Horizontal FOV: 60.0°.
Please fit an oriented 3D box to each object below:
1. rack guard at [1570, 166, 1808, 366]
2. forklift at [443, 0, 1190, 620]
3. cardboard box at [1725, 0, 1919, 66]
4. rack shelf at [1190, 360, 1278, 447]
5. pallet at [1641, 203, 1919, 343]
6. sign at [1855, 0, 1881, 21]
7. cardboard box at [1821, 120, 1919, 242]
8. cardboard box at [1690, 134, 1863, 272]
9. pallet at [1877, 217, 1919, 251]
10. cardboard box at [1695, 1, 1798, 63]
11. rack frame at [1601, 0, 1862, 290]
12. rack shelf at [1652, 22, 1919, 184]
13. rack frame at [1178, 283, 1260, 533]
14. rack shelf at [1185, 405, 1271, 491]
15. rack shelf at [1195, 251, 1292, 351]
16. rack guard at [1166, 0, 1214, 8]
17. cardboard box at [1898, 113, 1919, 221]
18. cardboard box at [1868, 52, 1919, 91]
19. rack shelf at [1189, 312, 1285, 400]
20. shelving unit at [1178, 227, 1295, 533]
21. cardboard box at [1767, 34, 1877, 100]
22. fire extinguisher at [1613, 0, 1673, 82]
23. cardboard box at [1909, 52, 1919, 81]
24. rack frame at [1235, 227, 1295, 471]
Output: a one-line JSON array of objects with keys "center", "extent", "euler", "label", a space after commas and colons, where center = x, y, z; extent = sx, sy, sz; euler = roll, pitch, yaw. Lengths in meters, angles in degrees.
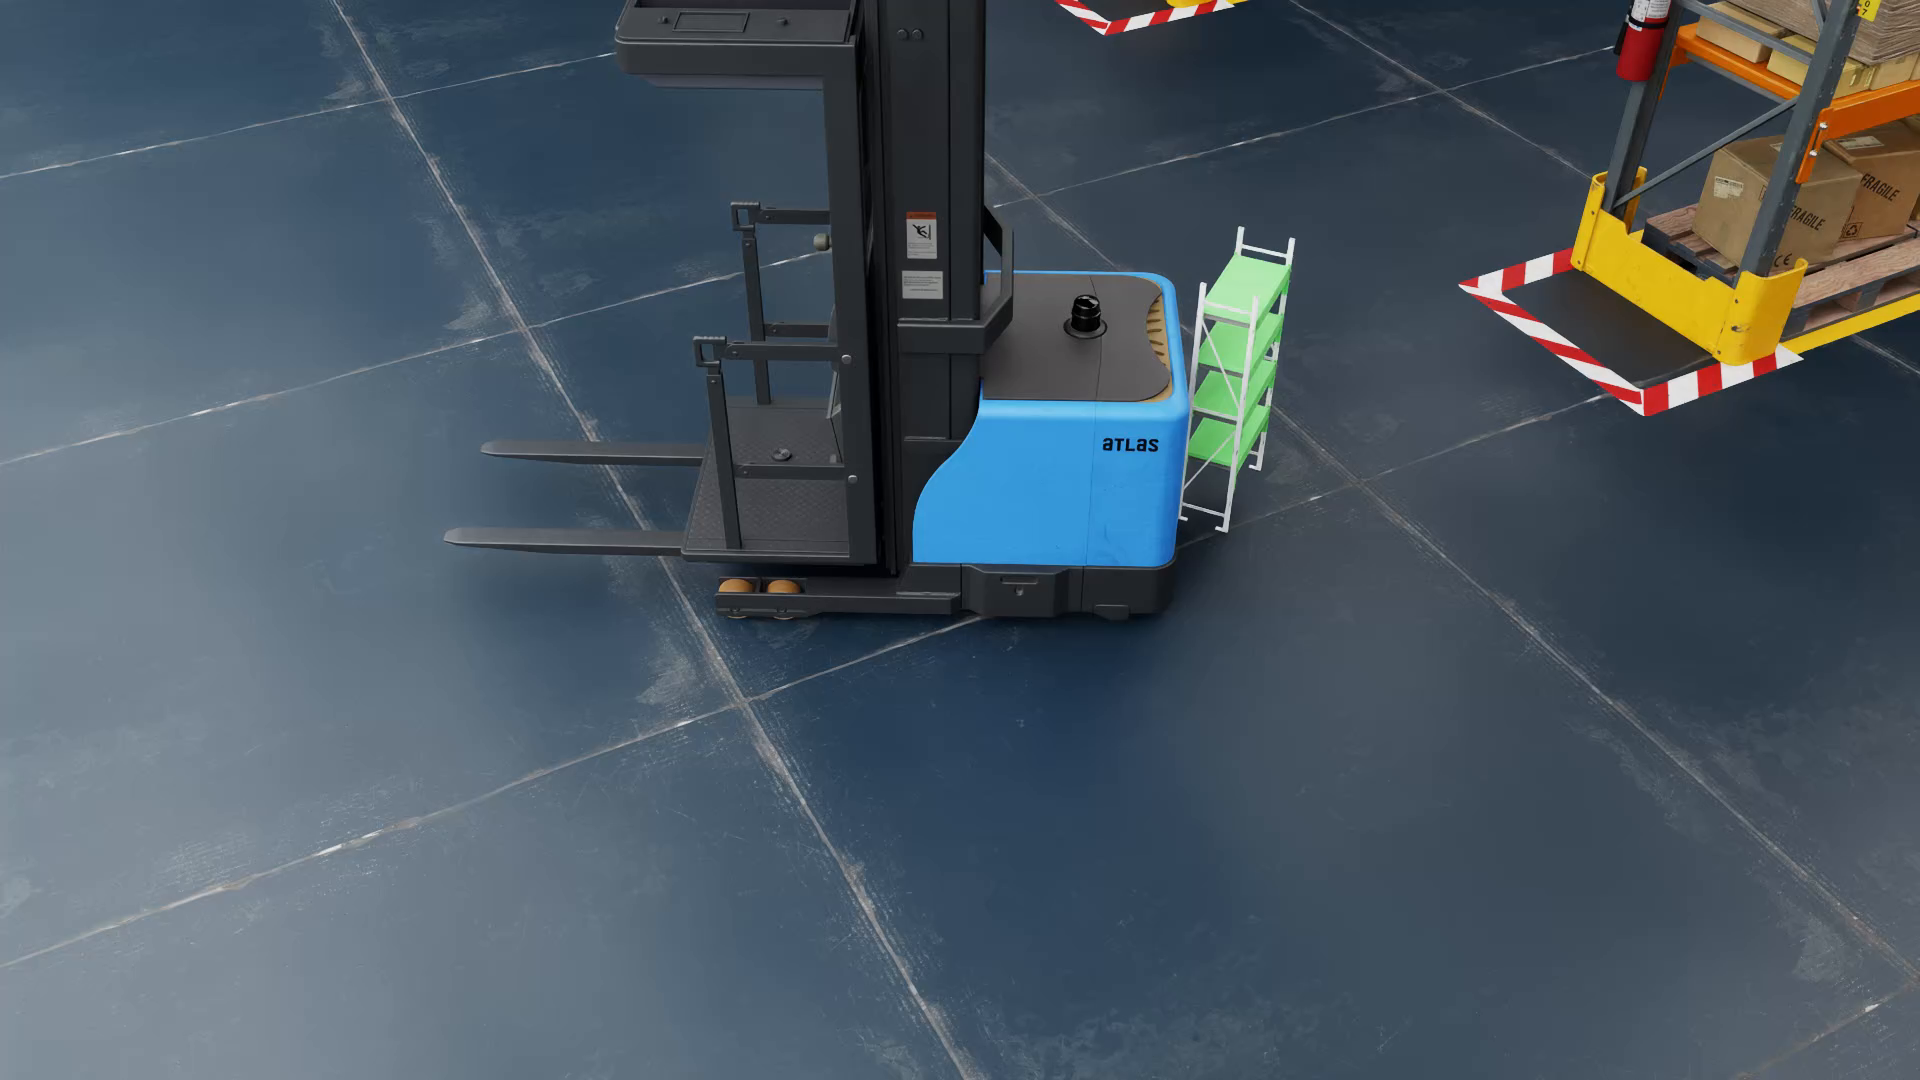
[{"center": [3.713, -1.427, 8.549], "extent": [0.348, 0.500, 1.175], "euler": [-19, 44, -21], "label": "rack guard"}, {"center": [-0.624, -1.132, 6.318], "extent": [3.031, 2.935, 1.130], "euler": [1, 40, 1], "label": "forklift"}, {"center": [4.146, -2.659, 7.762], "extent": [0.500, 0.500, 0.875], "euler": [-19, 44, -21], "label": "cardboard box"}, {"center": [1.168, -0.621, 7.154], "extent": [0.258, 0.148, 0.480], "euler": [17, 43, 19], "label": "rack shelf"}, {"center": [4.450, -1.539, 8.905], "extent": [1.213, 0.211, 1.003], "euler": [-19, 44, -21], "label": "pallet"}, {"center": [3.897, -2.378, 7.068], "extent": [0.005, 0.325, 0.100], "euler": [-19, 44, -21], "label": "sign"}, {"center": [4.722, -1.940, 8.829], "extent": [0.500, 0.500, 0.500], "euler": [-8, 41, -9], "label": "cardboard box"}, {"center": [4.207, -1.742, 8.595], "extent": [0.500, 0.500, 0.500], "euler": [-11, 41, -13], "label": "cardboard box"}, {"center": [5.531, -1.901, 9.332], "extent": [1.213, 0.211, 1.003], "euler": [-19, 44, -21], "label": "pallet"}, {"center": [3.803, -2.466, 8.036], "extent": [0.250, 0.149, 0.380], "euler": [-19, 44, -21], "label": "cardboard box"}, {"center": [3.646, -2.359, 7.715], "extent": [0.127, 3.000, 1.000], "euler": [-19, 44, -21], "label": "rack frame"}, {"center": [5.420, -2.681, 8.652], "extent": [4.000, 0.370, 1.077], "euler": [-19, 44, -21], "label": "rack shelf"}, {"center": [1.065, -0.527, 6.944], "extent": [0.240, 1.200, 0.015], "euler": [17, 43, 19], "label": "rack frame"}, {"center": [1.168, -0.438, 7.309], "extent": [0.258, 0.148, 0.480], "euler": [17, 43, 19], "label": "rack shelf"}, {"center": [1.168, -0.987, 6.844], "extent": [0.258, 0.148, 0.480], "euler": [17, 43, 19], "label": "rack shelf"}, {"center": [1.404, -4.292, 11.934], "extent": [0.348, 0.500, 1.175], "euler": [-19, 44, -21], "label": "rack guard"}, {"center": [5.286, -2.116, 9.037], "extent": [0.500, 0.500, 0.500], "euler": [-15, 42, -17], "label": "cardboard box"}, {"center": [4.239, -2.275, 7.810], "extent": [0.250, 0.149, 0.380], "euler": [-19, 44, -21], "label": "cardboard box"}, {"center": [1.168, -0.804, 6.999], "extent": [0.258, 0.148, 0.480], "euler": [17, 43, 19], "label": "rack shelf"}, {"center": [1.168, -0.670, 7.113], "extent": [0.258, 1.200, 0.503], "euler": [17, 43, 19], "label": "shelving unit"}, {"center": [4.009, -2.211, 7.735], "extent": [0.250, 0.149, 0.380], "euler": [-19, 44, -21], "label": "cardboard box"}, {"center": [3.331, -2.559, 8.011], "extent": [0.183, 0.674, 0.296], "euler": [-19, 44, -21], "label": "fire extinguisher"}, {"center": [4.468, -2.341, 7.888], "extent": [0.250, 0.149, 0.380], "euler": [-19, 44, -21], "label": "cardboard box"}, {"center": [1.271, -0.813, 7.281], "extent": [0.240, 1.200, 0.015], "euler": [17, 43, 19], "label": "rack frame"}]
